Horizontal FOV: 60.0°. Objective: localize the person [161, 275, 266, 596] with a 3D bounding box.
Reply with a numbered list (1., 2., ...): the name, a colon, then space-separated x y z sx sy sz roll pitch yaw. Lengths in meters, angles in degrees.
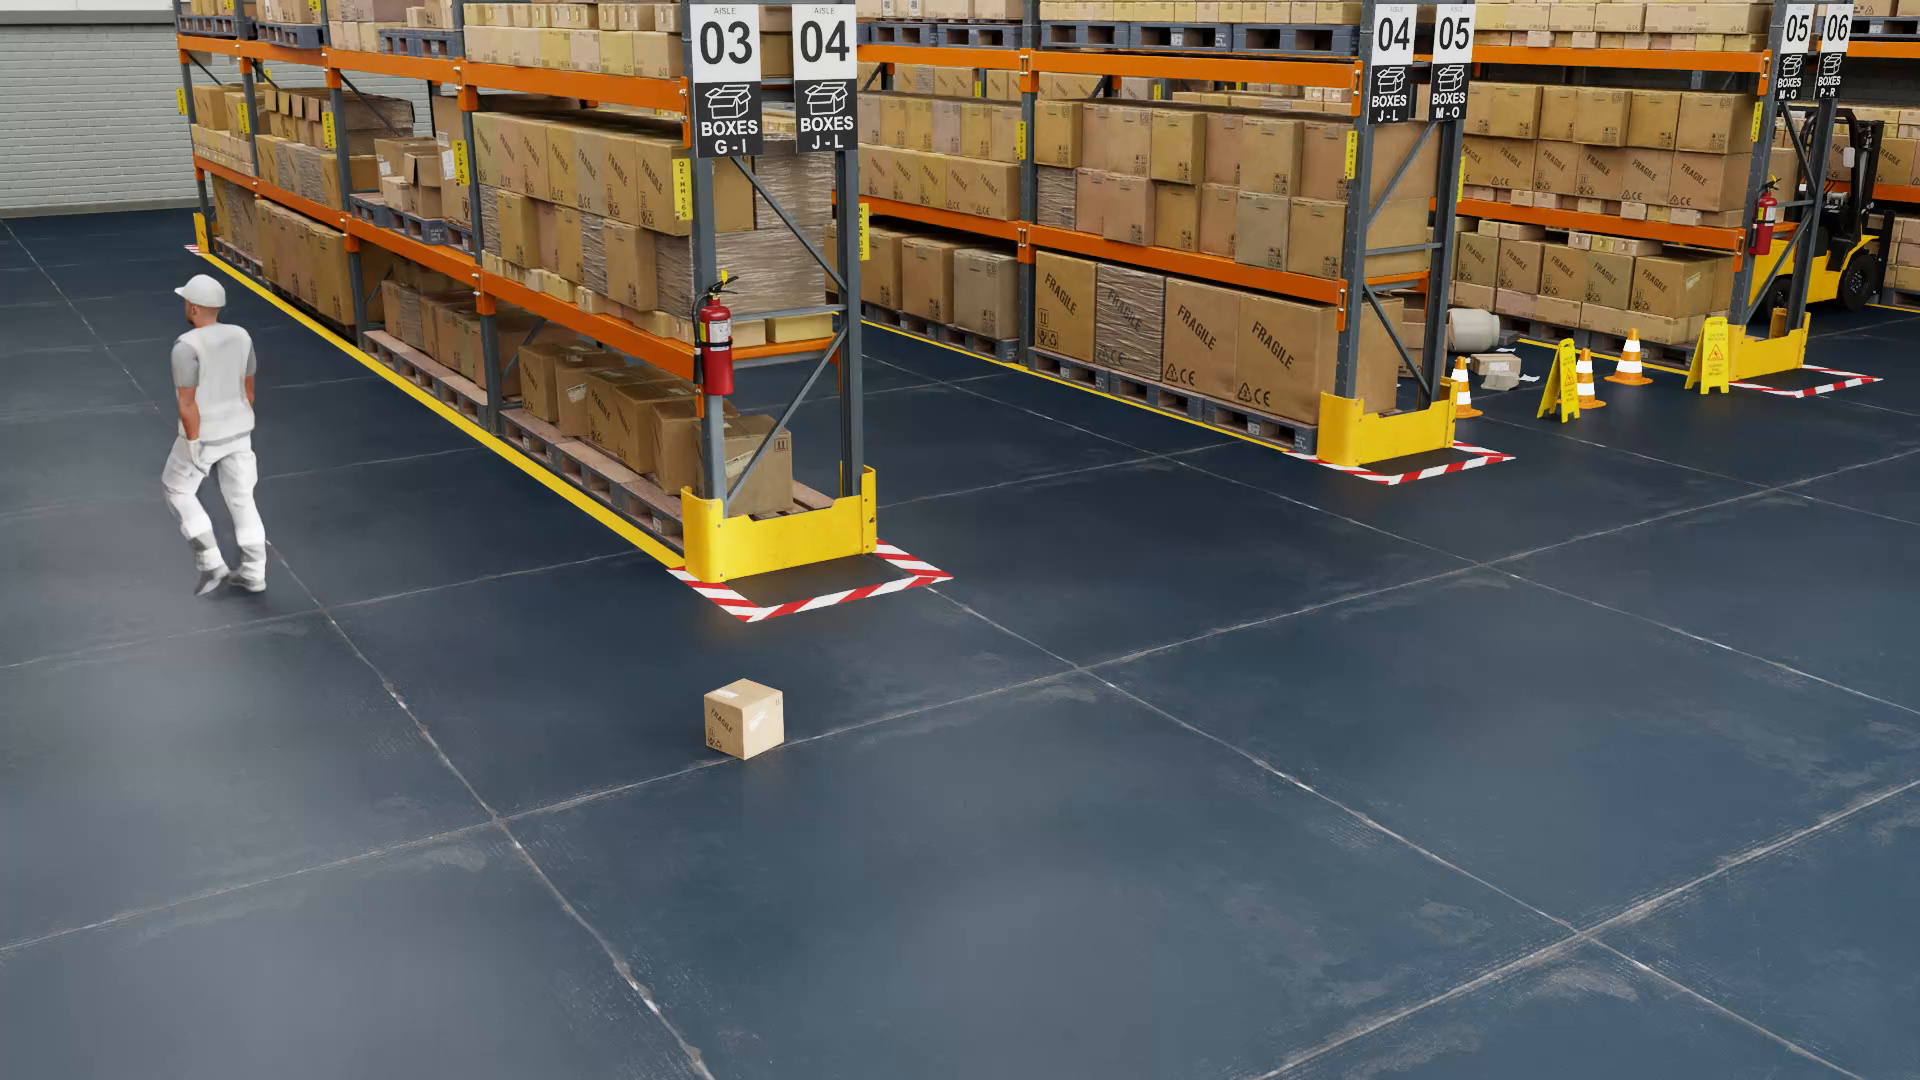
1. person: -4.160 -0.570 9.254 0.473 1.823 0.538 11 21 30
